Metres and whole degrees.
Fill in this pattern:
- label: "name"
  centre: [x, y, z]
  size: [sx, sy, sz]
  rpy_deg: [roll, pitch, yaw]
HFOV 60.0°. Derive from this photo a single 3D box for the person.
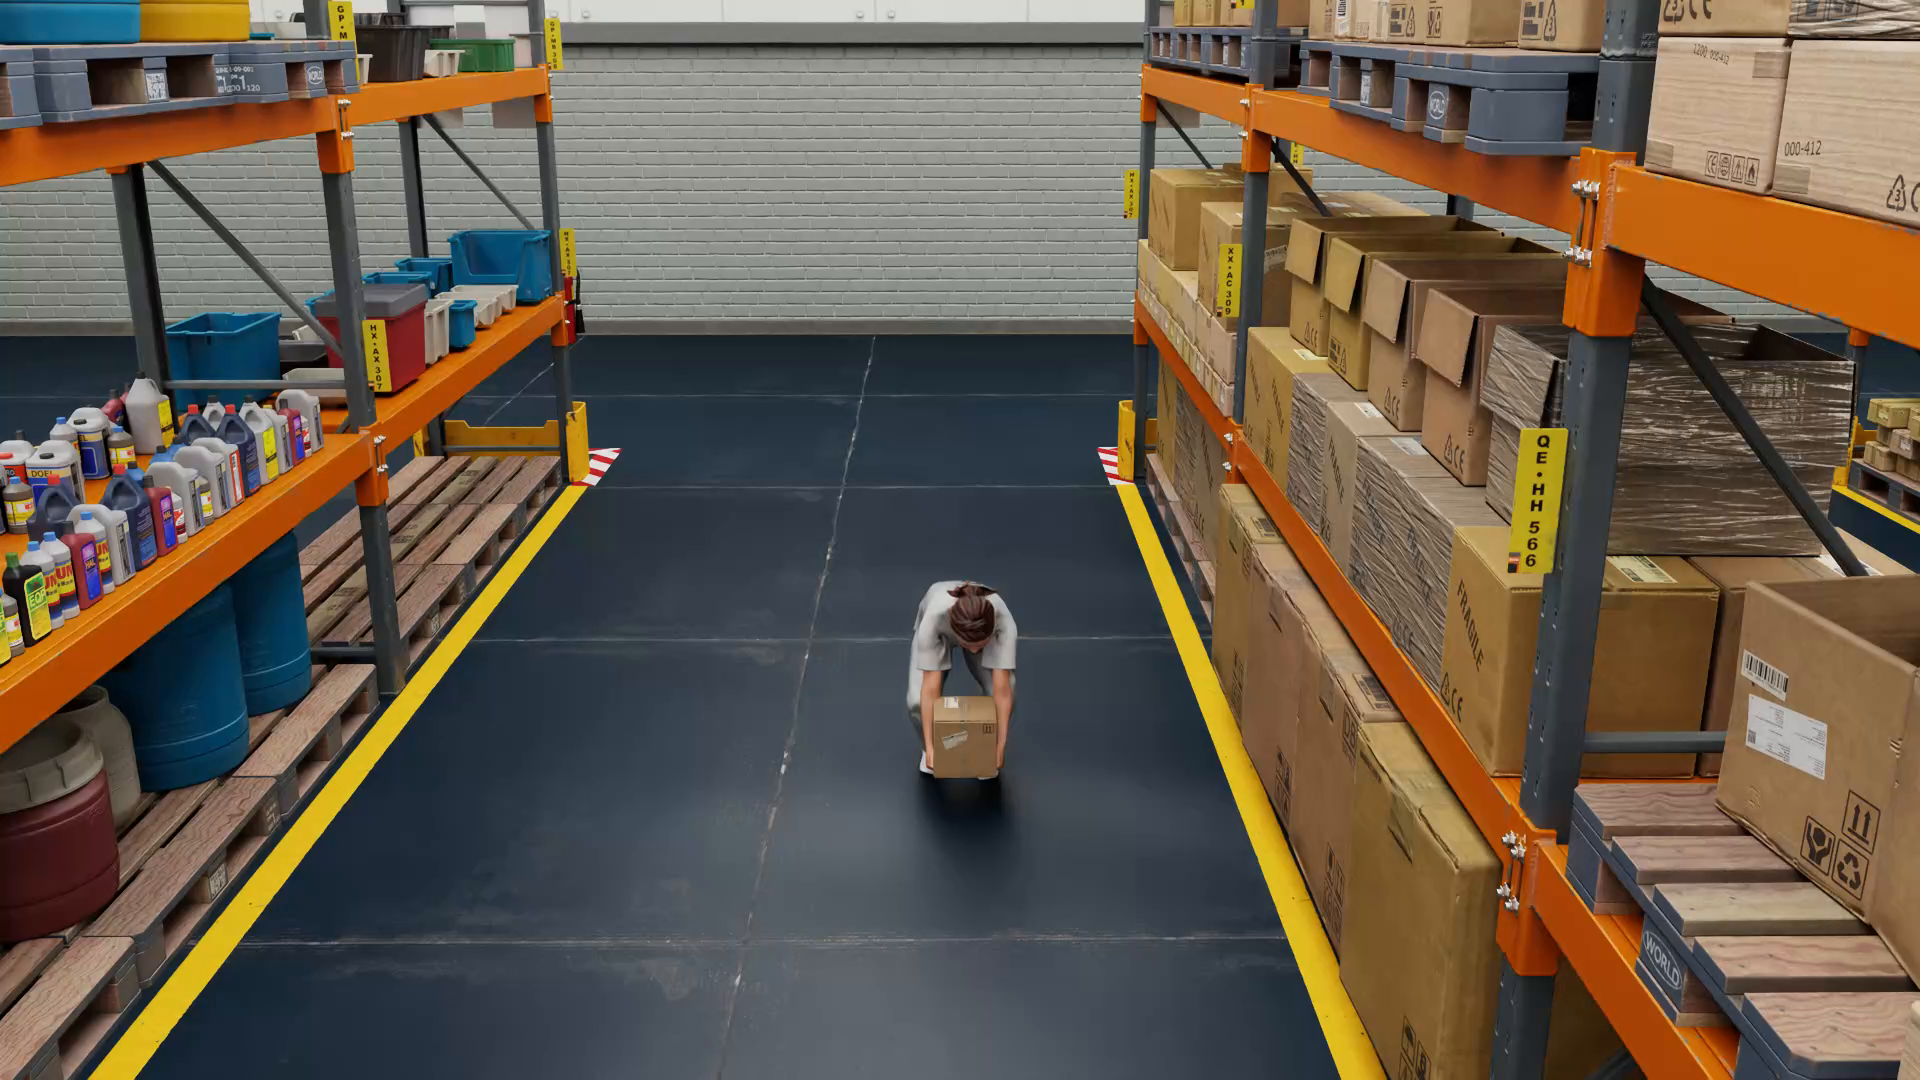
- label: "person"
  centre: [0.003, 0.570, 6.968]
  size: [0.459, 0.933, 0.841]
  rpy_deg: [-1, 17, -3]
